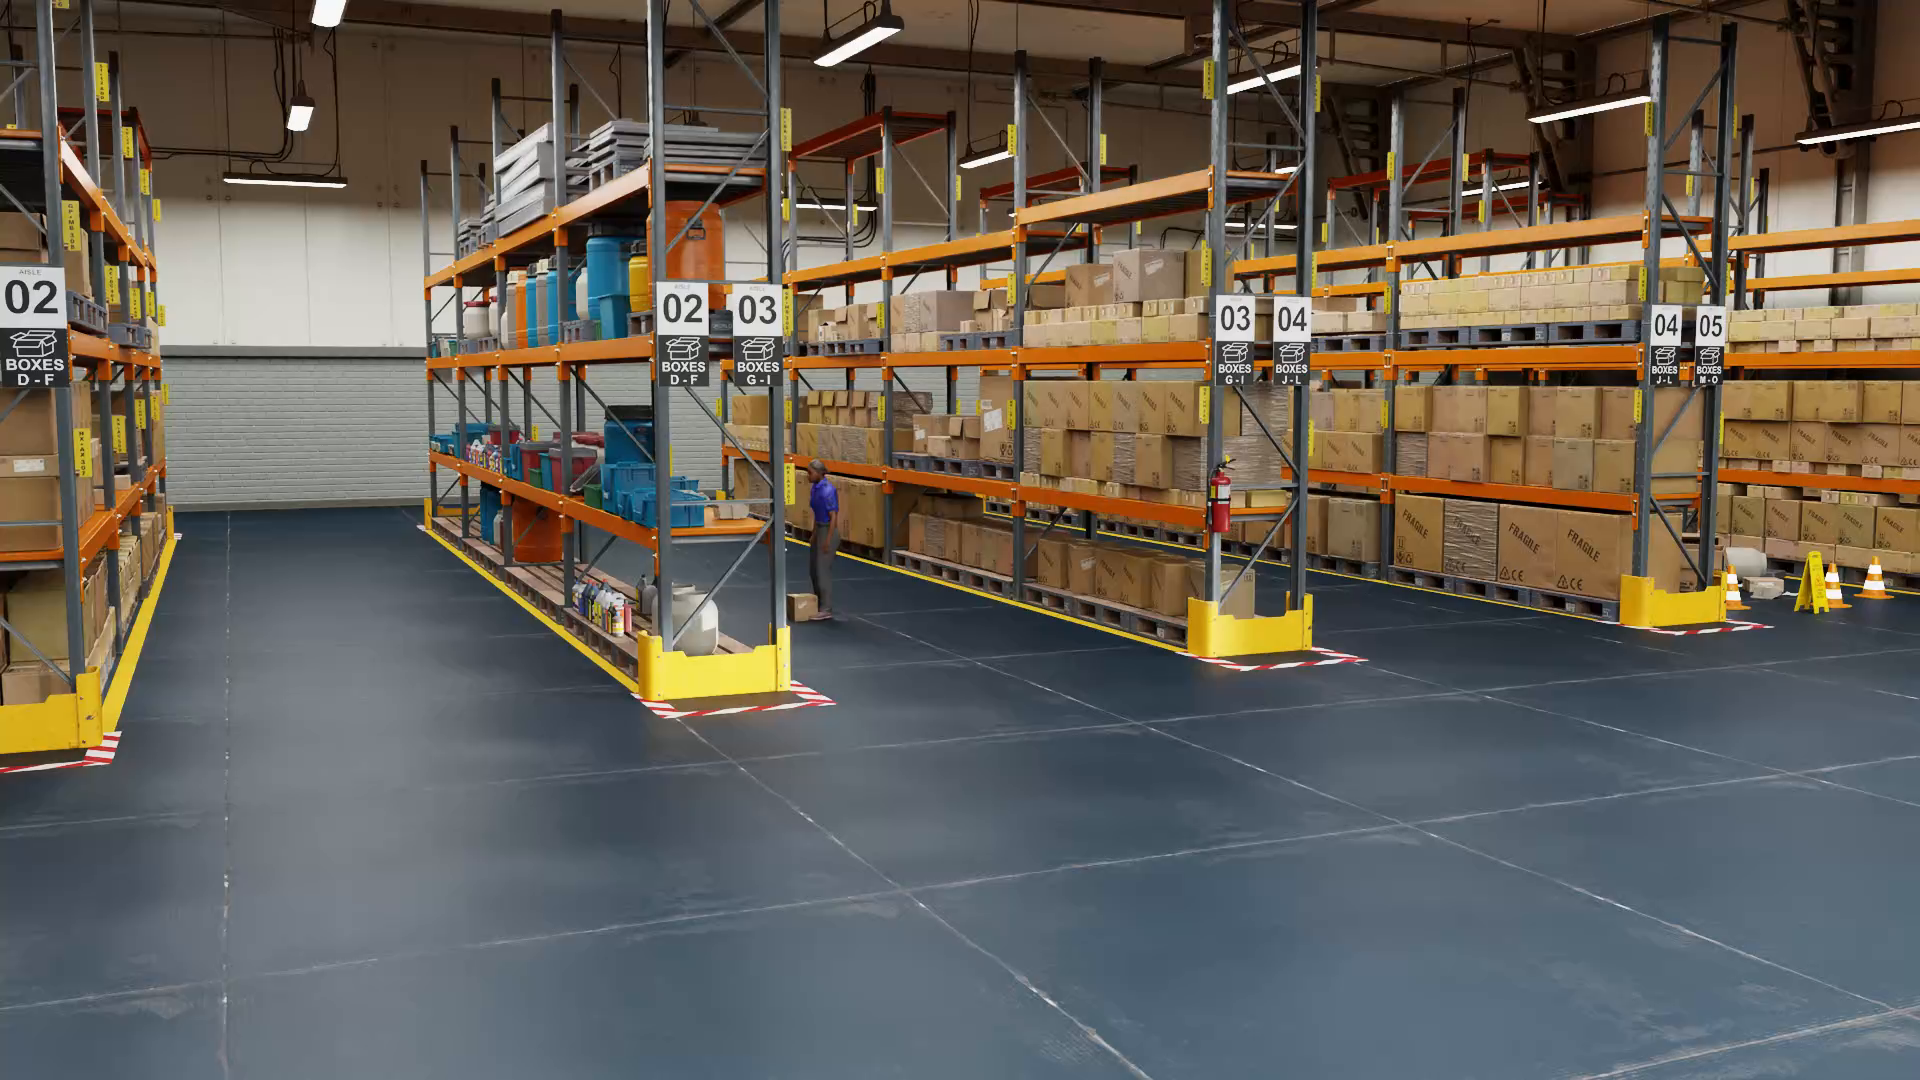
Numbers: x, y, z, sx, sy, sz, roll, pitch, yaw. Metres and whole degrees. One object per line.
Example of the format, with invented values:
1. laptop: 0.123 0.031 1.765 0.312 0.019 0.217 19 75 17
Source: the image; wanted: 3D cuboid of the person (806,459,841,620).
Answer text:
1. person: -1.441 -0.014 17.174 0.392 1.654 0.511 -2 6 -24
